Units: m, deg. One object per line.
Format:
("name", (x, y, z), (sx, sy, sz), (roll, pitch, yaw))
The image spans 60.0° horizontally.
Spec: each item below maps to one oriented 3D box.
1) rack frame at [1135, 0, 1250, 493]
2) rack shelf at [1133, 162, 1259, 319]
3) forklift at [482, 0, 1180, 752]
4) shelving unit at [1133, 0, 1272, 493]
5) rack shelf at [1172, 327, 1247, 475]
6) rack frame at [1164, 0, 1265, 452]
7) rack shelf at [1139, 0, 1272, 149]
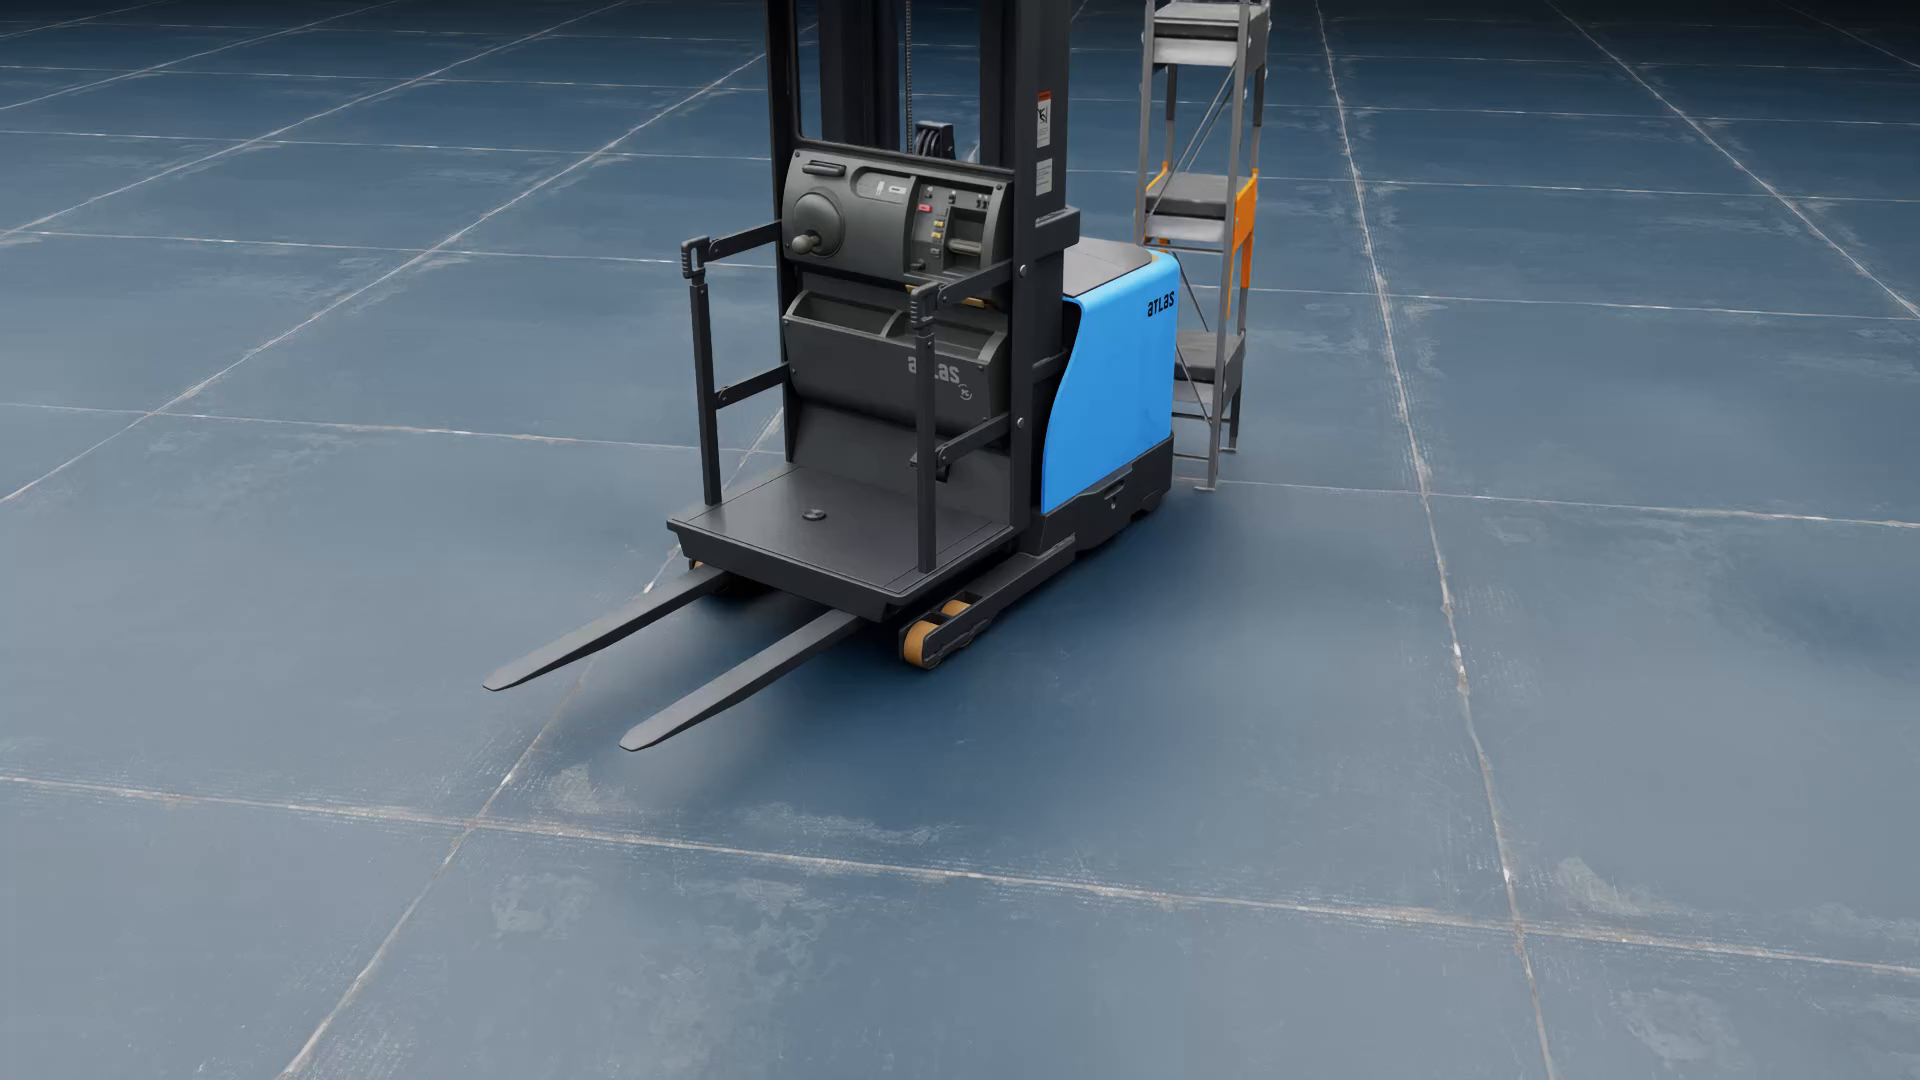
("rack frame", (0.912, -1.185, 6.804), (0.400, 2.100, 0.015), (8, 27, 17))
("rack shelf", (0.992, -1.271, 7.018), (0.431, 0.518, 0.480), (8, 27, 17))
("forklift", (-0.363, -1.110, 5.664), (1.130, 2.935, 3.031), (17, 30, 32))
("shelving unit", (0.992, -1.283, 7.012), (0.431, 2.100, 0.503), (8, 27, 17))
("rack shelf", (0.993, -0.638, 7.317), (0.431, 0.518, 0.480), (8, 27, 17))
("rack frame", (1.072, -1.381, 7.221), (0.400, 2.100, 0.015), (8, 27, 17))
("rack shelf", (0.992, -1.904, 6.720), (0.431, 0.518, 0.480), (8, 27, 17))
